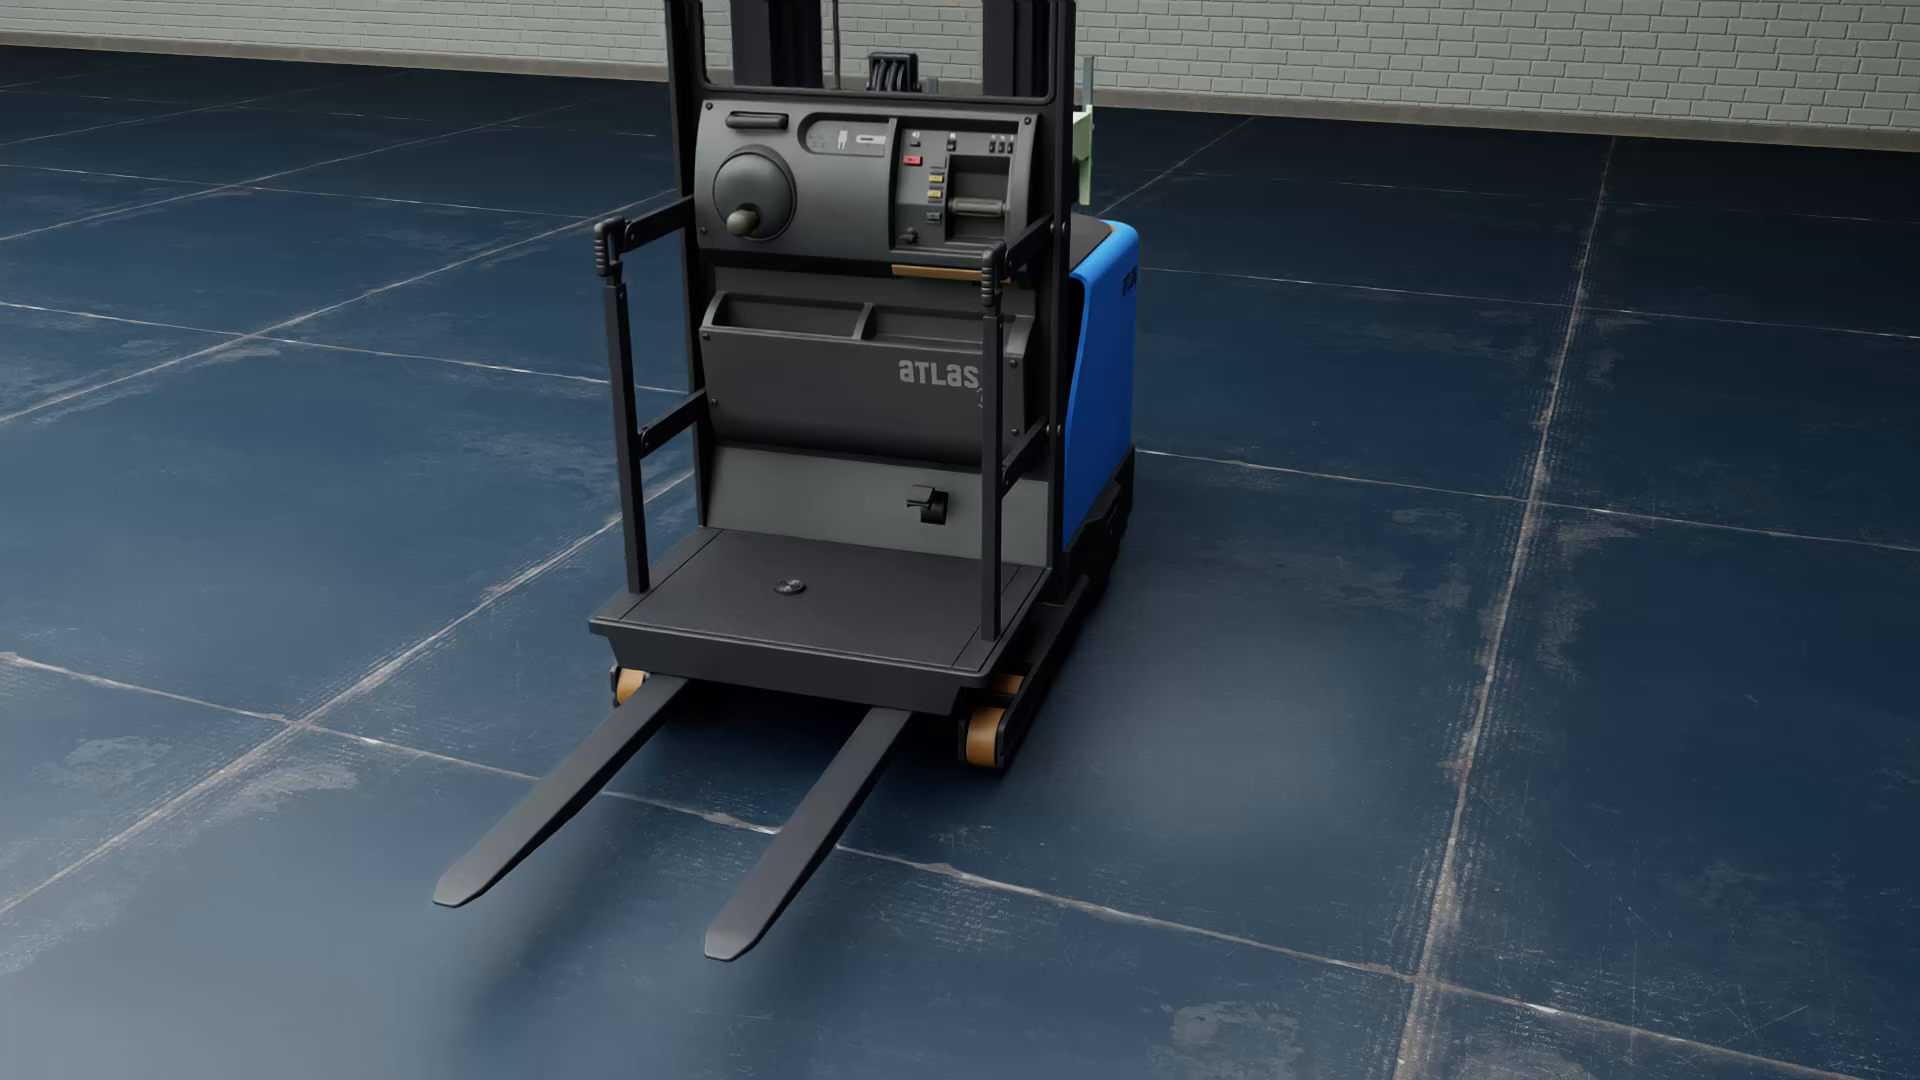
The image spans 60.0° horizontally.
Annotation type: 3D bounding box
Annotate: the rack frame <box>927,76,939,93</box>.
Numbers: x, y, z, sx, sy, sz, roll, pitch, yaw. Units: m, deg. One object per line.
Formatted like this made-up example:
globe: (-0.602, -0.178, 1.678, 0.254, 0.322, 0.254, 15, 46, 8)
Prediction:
rack frame: (0.084, -0.843, 5.822, 0.400, 1.500, 0.023, 7, 24, 16)

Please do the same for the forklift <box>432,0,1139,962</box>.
forklift: (-0.318, -0.928, 4.168, 1.130, 2.935, 3.031, 7, 24, 16)

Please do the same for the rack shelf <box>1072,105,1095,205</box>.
rack shelf: (0.192, -1.338, 5.995, 0.431, 0.370, 0.720, 7, 24, 16)

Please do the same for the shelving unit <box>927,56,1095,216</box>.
shelving unit: (0.192, -0.978, 6.145, 0.431, 1.500, 0.755, 7, 24, 16)

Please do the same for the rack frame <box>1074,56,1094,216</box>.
rack frame: (0.300, -1.113, 6.468, 0.400, 1.500, 0.023, 7, 24, 16)
